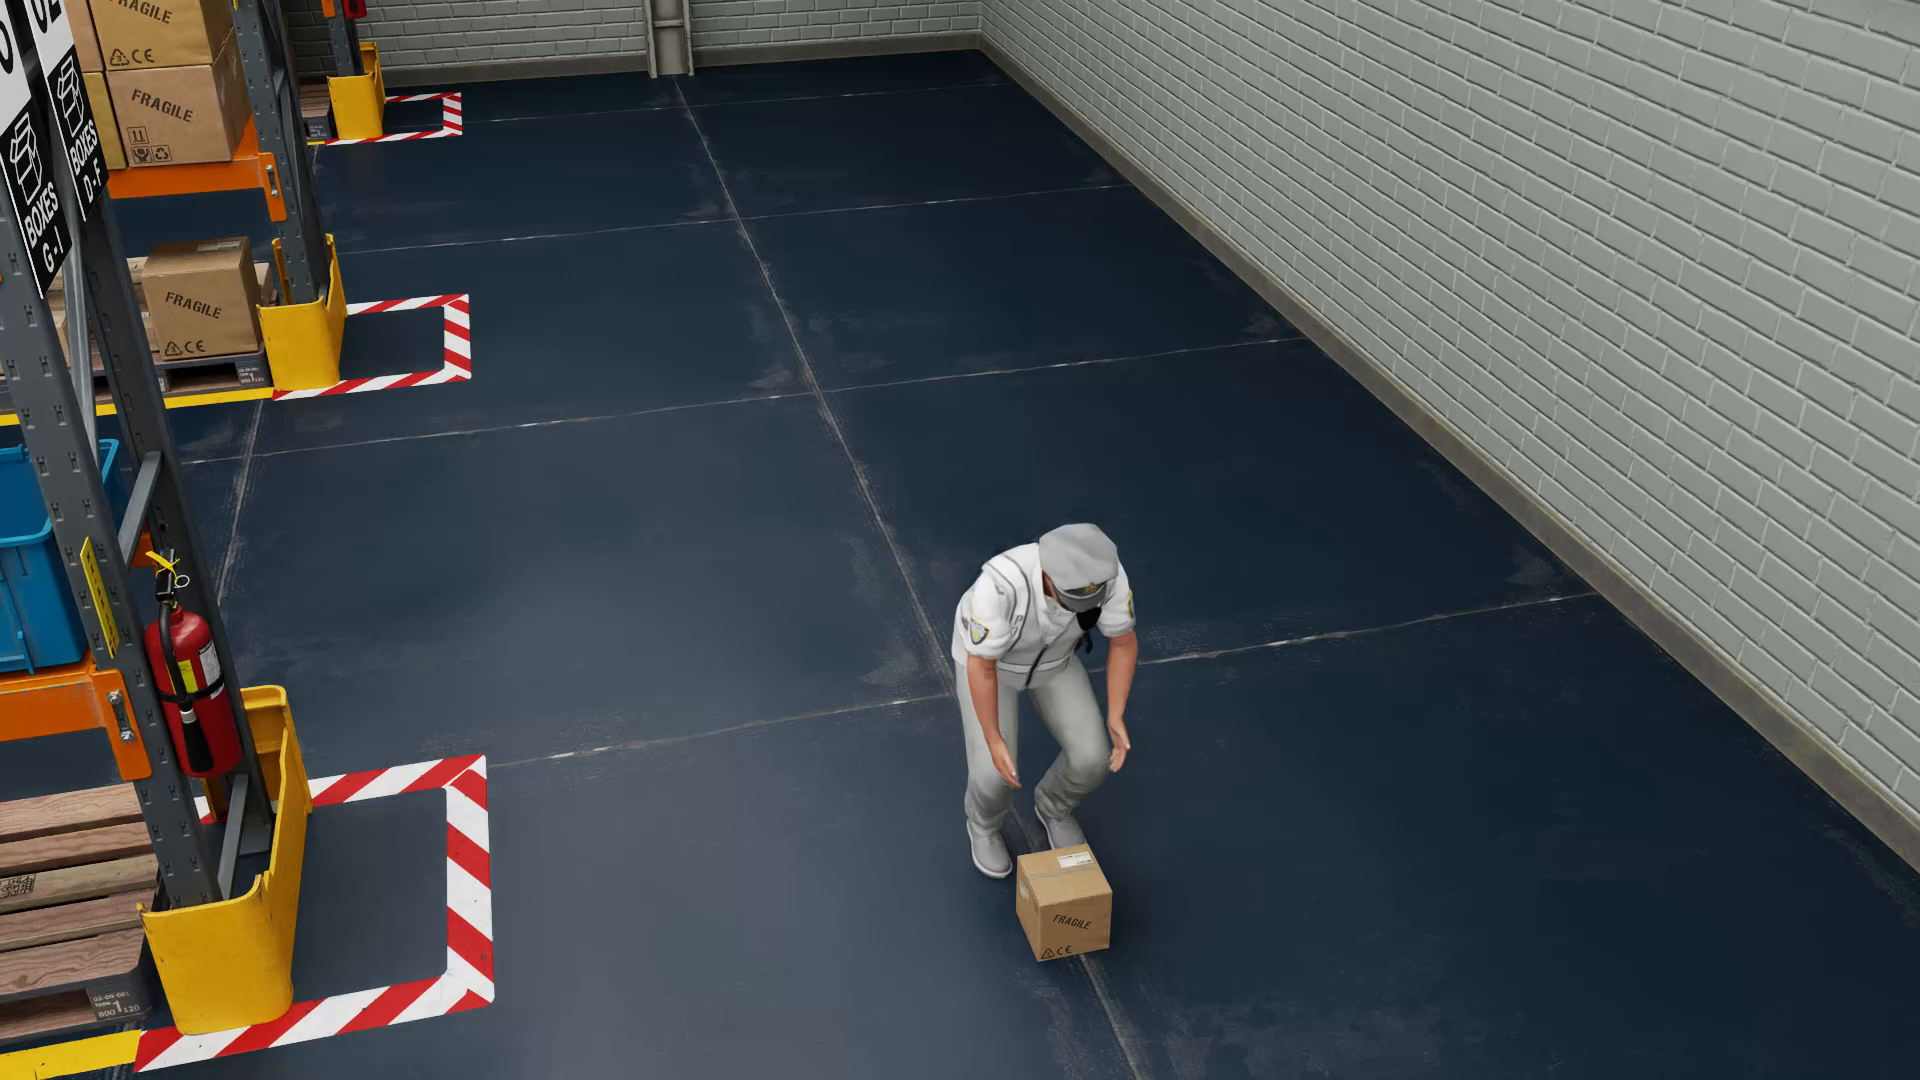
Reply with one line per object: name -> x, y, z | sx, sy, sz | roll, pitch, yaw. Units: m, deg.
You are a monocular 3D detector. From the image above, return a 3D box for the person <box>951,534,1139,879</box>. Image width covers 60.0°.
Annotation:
person -> 0.283, 0.503, 5.604 | 0.590, 1.410, 0.809 | -8, 31, -13
